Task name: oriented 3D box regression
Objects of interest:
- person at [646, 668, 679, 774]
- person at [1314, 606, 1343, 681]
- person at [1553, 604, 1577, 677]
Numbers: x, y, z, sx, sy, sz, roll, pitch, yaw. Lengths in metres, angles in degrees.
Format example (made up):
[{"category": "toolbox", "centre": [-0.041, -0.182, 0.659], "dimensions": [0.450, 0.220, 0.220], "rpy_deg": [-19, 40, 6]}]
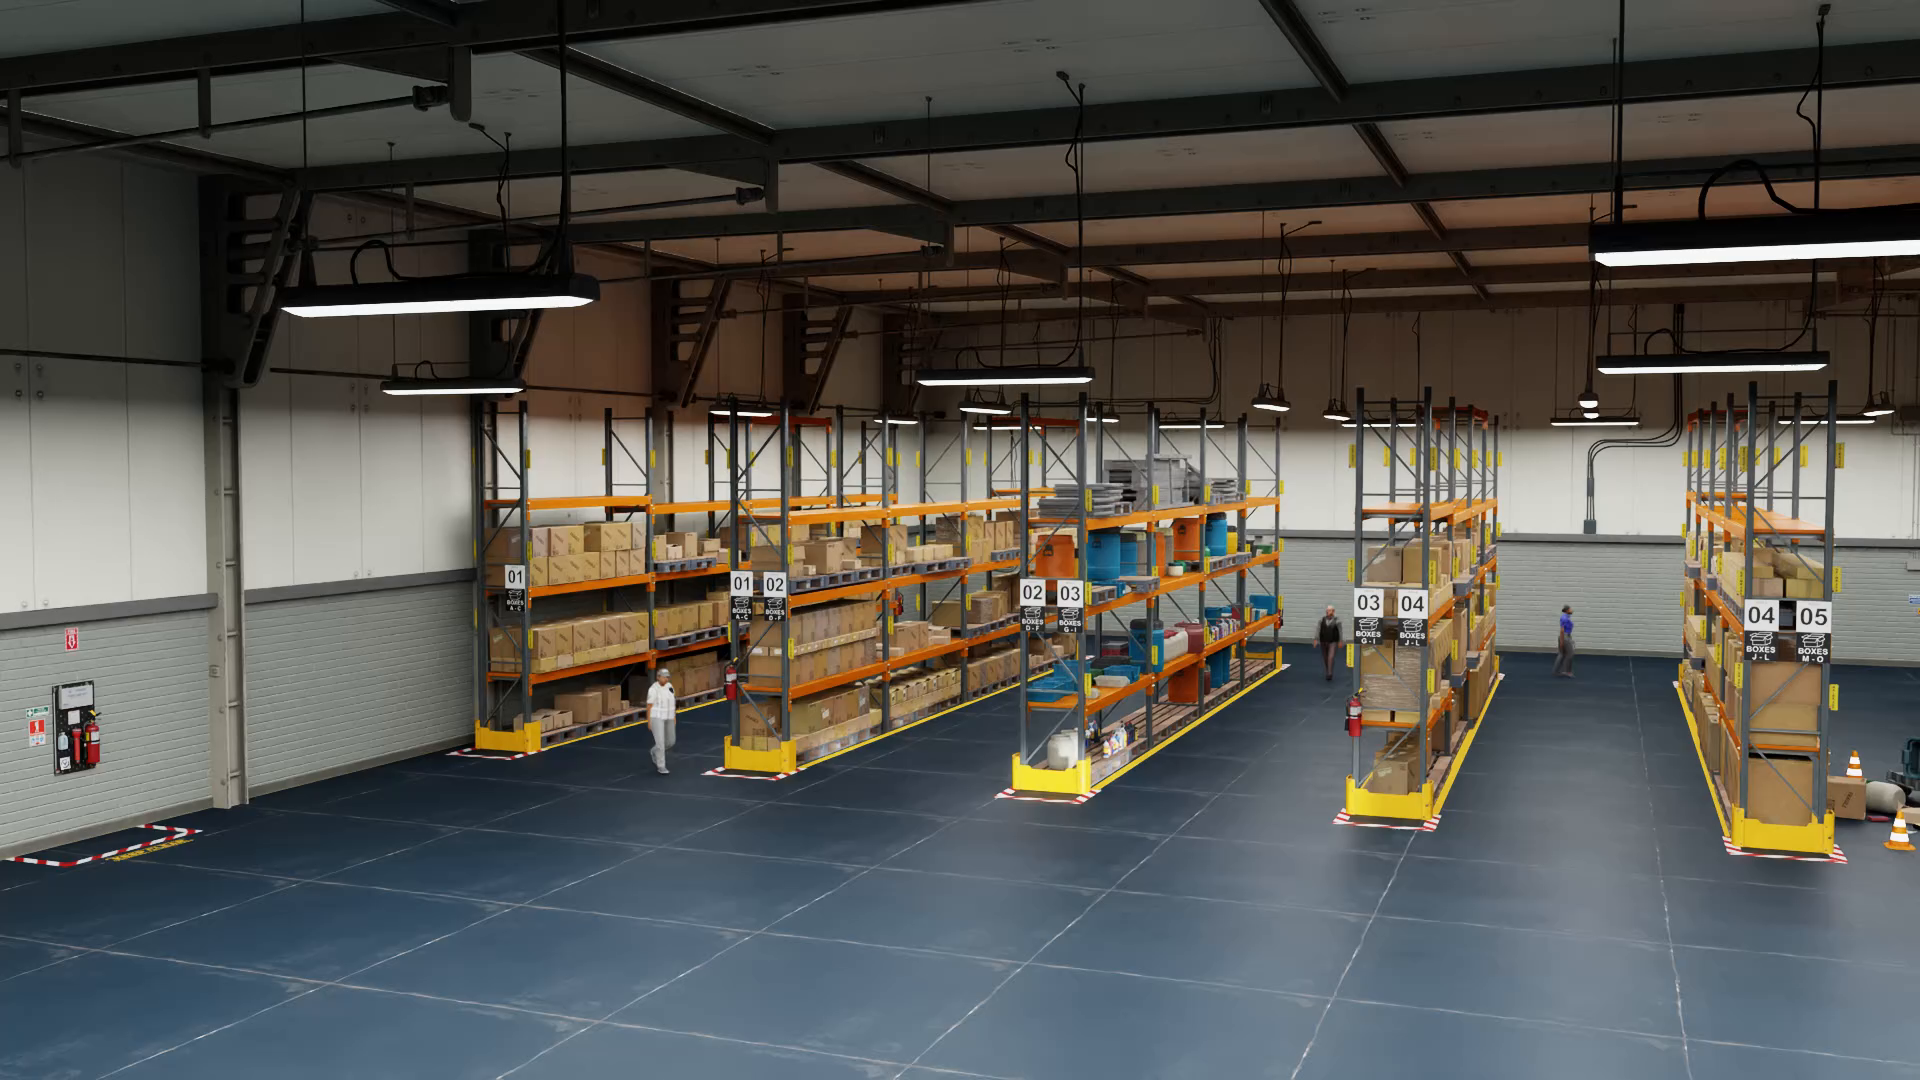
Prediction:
[{"category": "person", "centre": [-4.806, 2.872, 26.724], "dimensions": [0.501, 1.635, 0.822], "rpy_deg": [-3, 4, -45]}, {"category": "person", "centre": [8.346, 2.330, 37.698], "dimensions": [0.607, 1.672, 1.055], "rpy_deg": [1, 3, 27]}, {"category": "person", "centre": [13.977, 2.341, 38.360], "dimensions": [0.537, 1.692, 0.498], "rpy_deg": [1, 3, 19]}]
